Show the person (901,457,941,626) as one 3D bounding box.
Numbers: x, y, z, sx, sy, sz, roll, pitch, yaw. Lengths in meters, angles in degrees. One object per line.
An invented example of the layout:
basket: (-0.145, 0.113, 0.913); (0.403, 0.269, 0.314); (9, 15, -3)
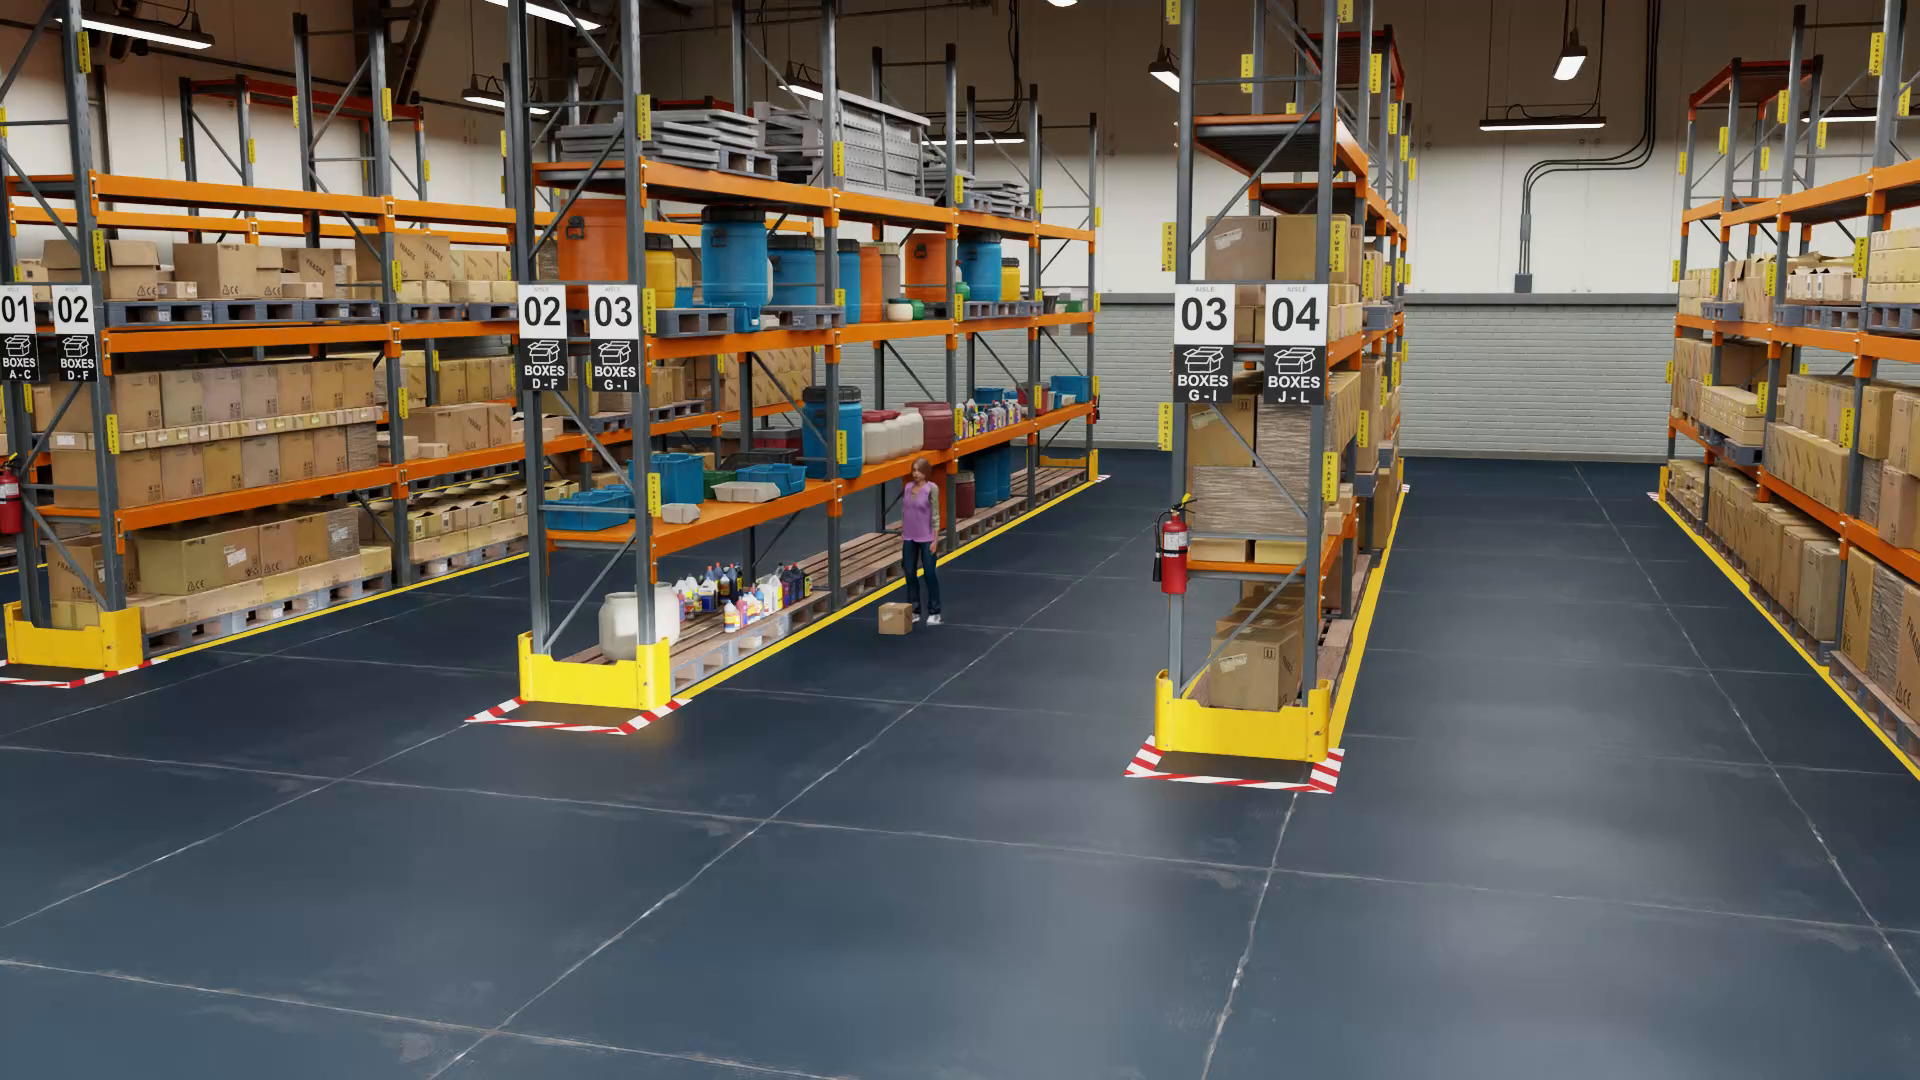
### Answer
person: (-0.368, 0.026, 15.819); (0.408, 1.634, 0.327); (5, 10, 29)
